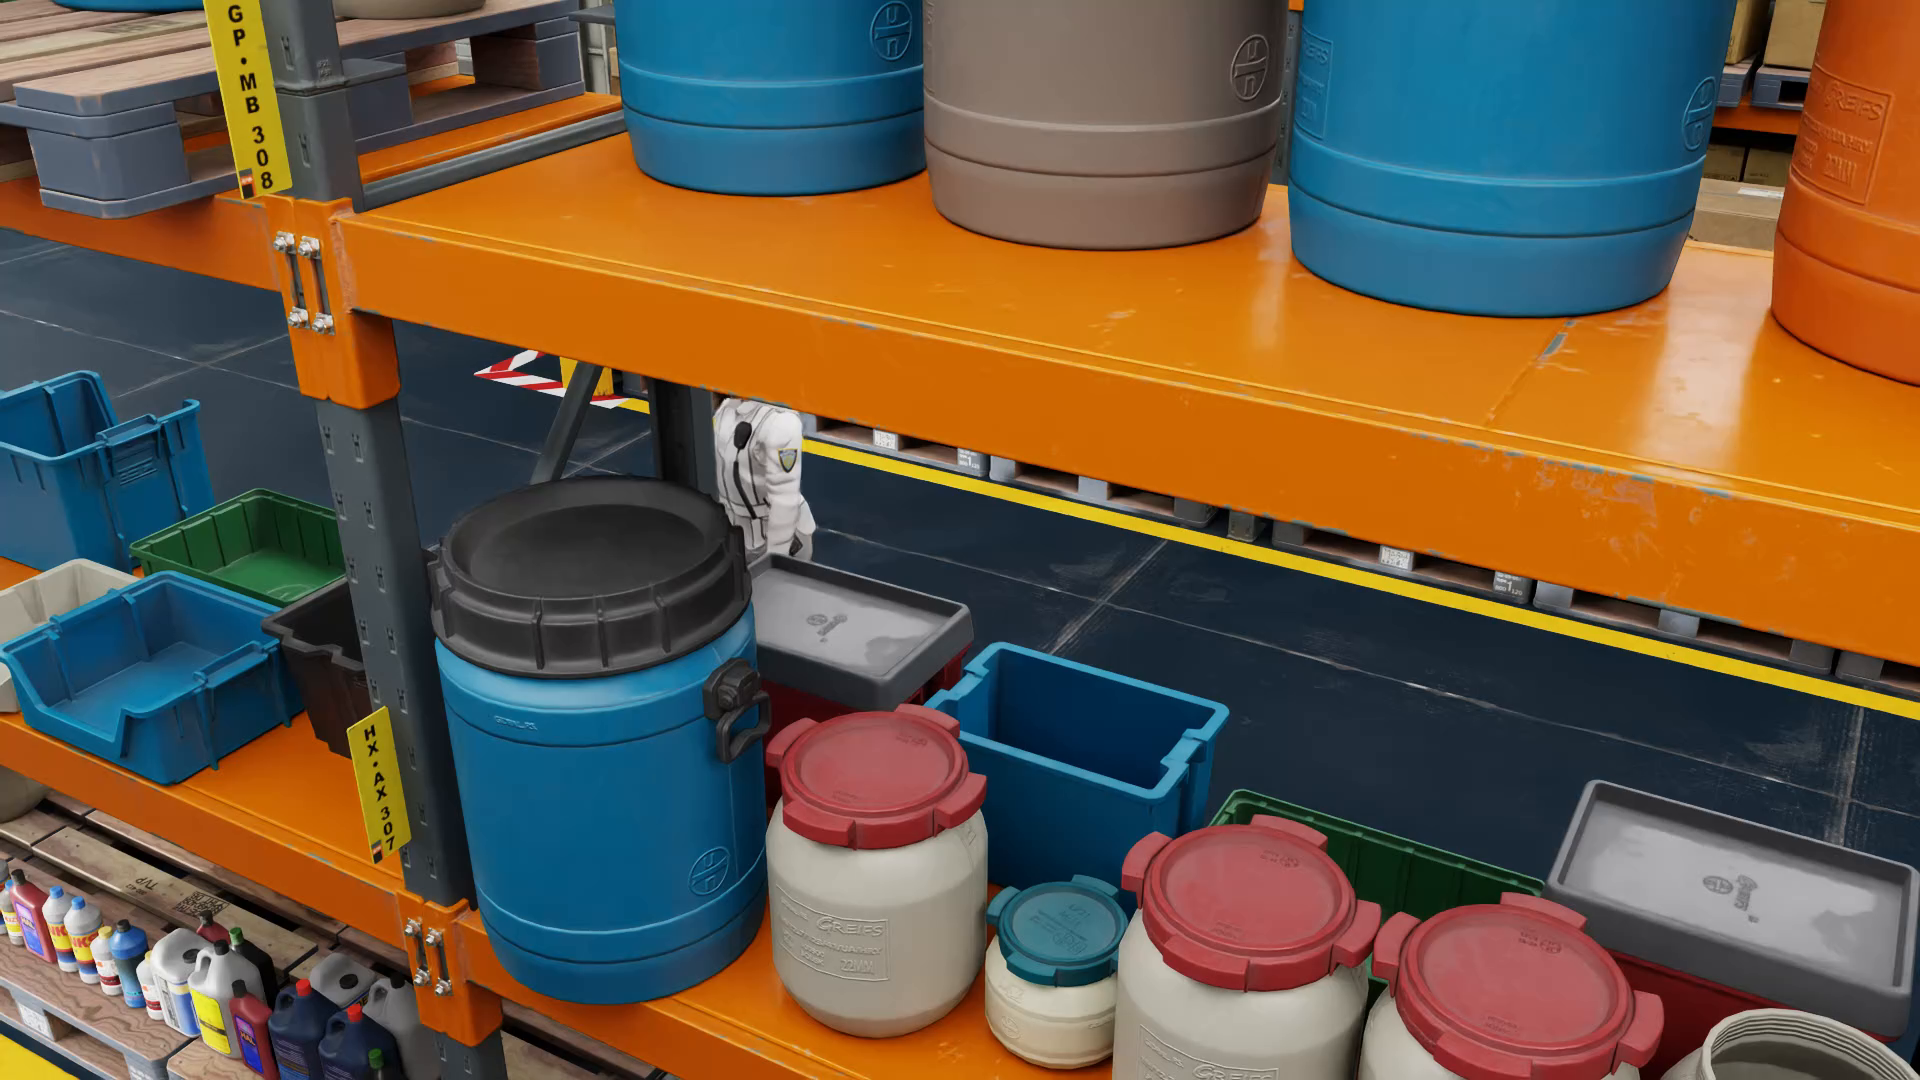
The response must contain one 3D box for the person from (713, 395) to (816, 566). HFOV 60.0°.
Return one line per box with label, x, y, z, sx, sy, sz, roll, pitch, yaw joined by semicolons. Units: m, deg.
person;-0.707;-0.015;6.094;0.580;1.670;0.581;-19;32;-33
